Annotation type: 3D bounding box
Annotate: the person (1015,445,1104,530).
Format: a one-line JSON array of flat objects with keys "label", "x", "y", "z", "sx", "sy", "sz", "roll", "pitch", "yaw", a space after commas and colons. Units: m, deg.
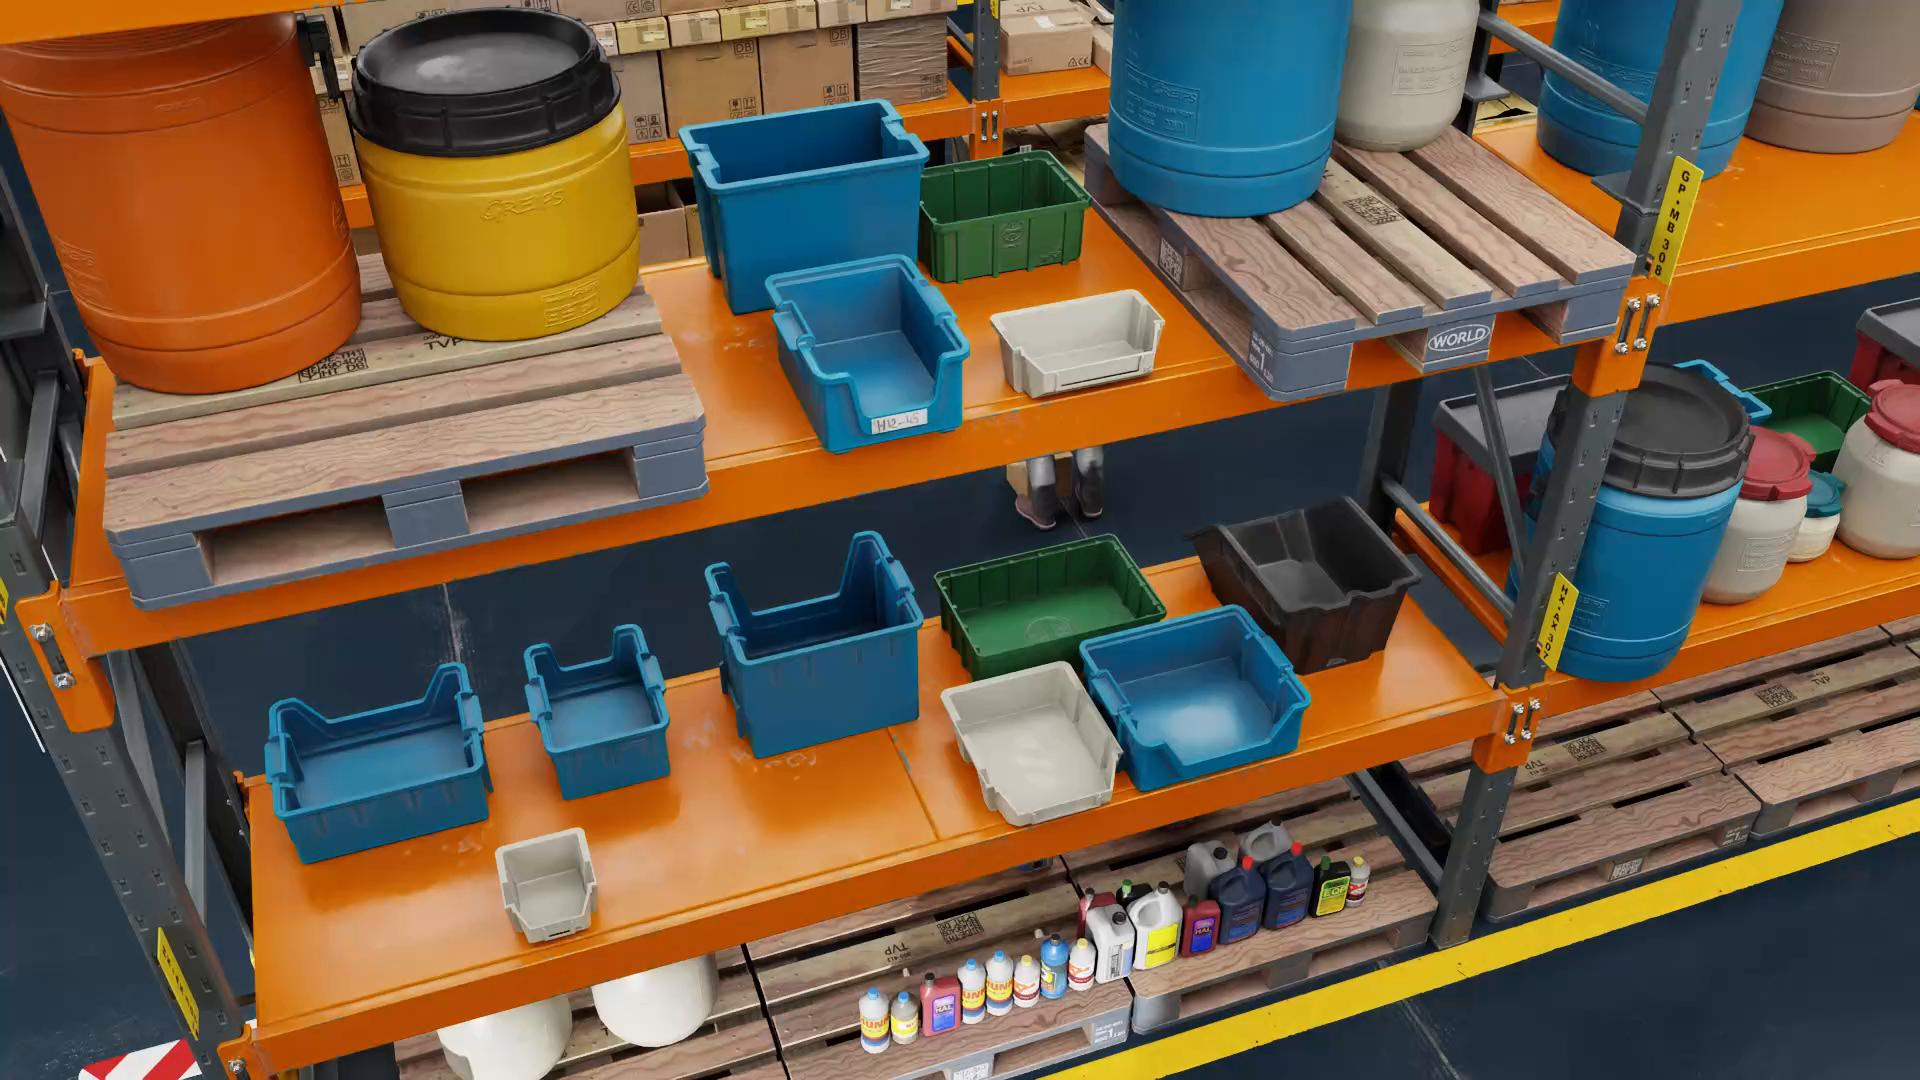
[{"label": "person", "x": 0.486, "y": -0.786, "z": 7.795, "sx": 0.532, "sy": 1.654, "sz": 0.350, "roll": -15, "pitch": 40, "yaw": -18}]
